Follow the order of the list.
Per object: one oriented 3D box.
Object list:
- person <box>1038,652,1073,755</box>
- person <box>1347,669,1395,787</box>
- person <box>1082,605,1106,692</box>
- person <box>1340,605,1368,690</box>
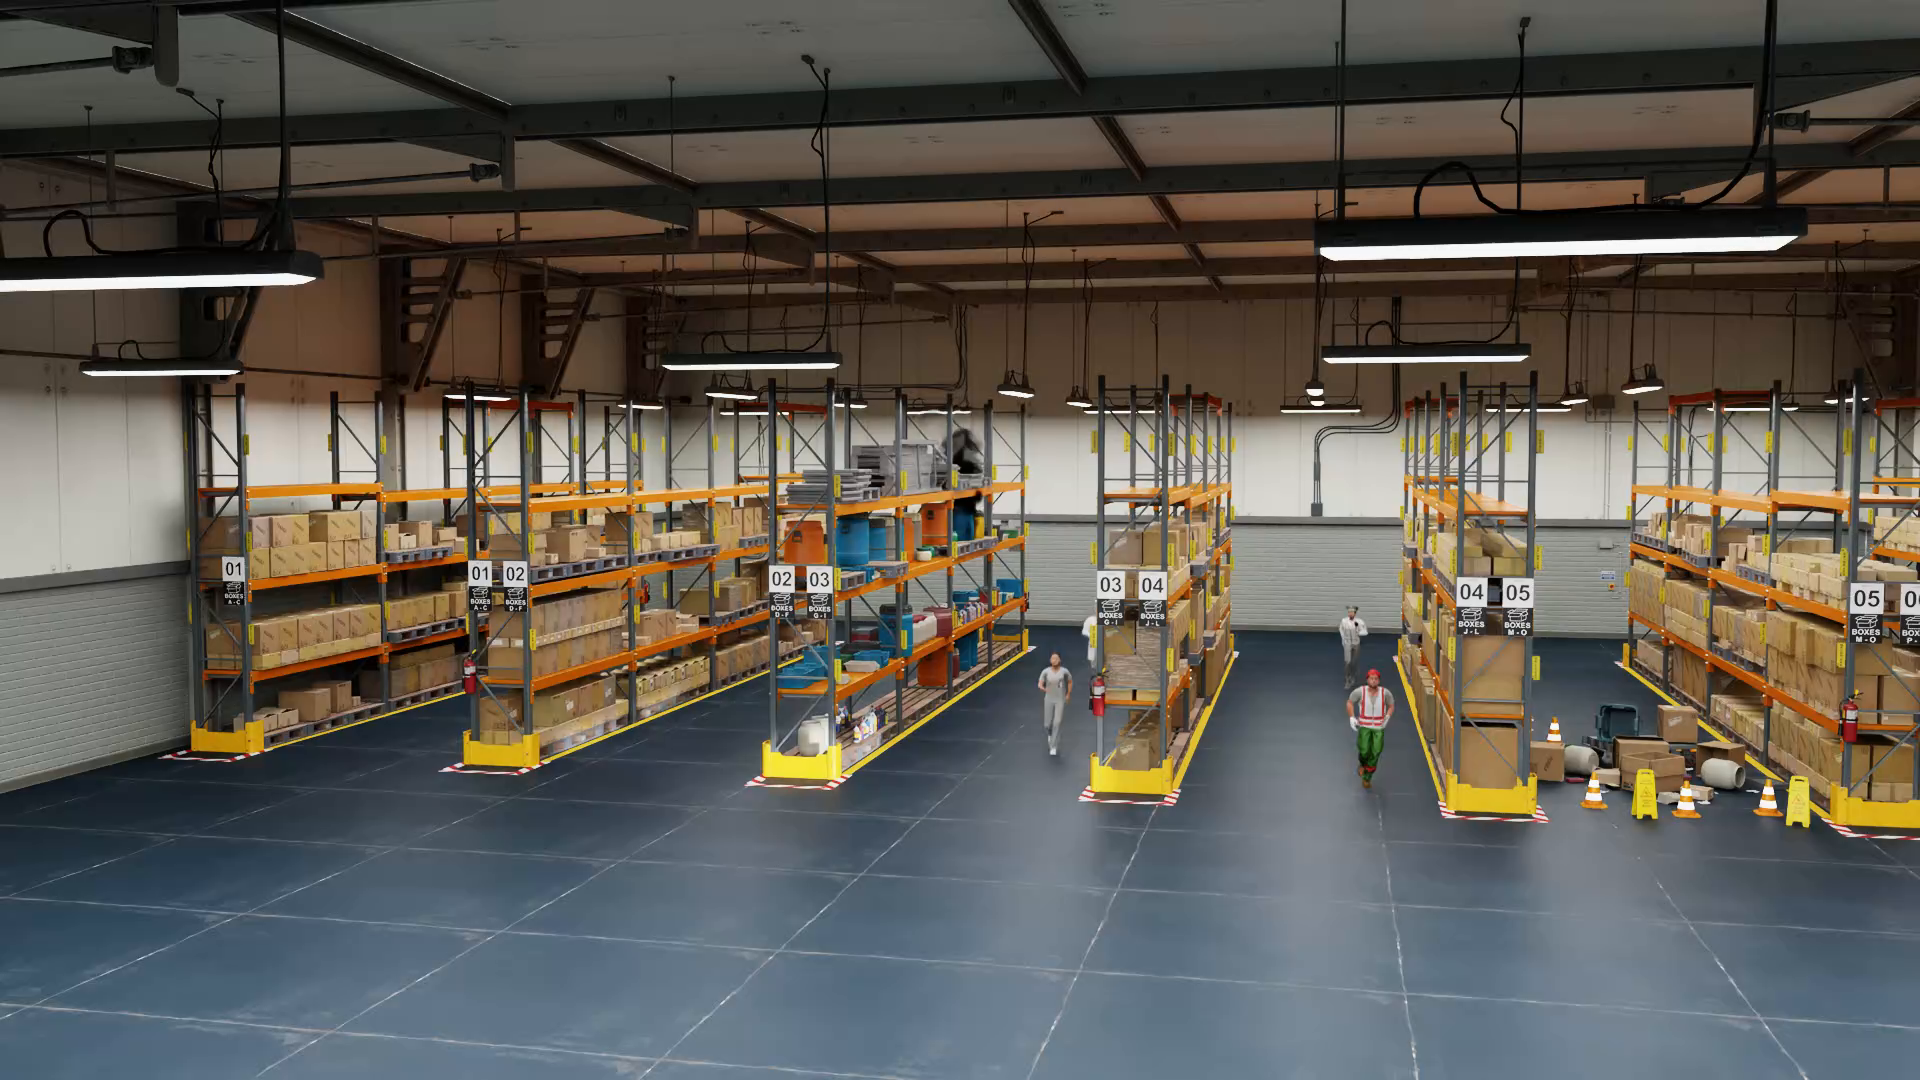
[{"bbox_3d":[1.552,2.628,27.051,0.570,1.641,0.772,0,3,6],"label":"person"},{"bbox_3d":[6.017,2.745,24.312,0.670,1.737,0.583,0,3,7],"label":"person"},{"bbox_3d":[2.813,2.205,33.559,0.689,1.826,0.799,1,3,14],"label":"person"},{"bbox_3d":[8.118,2.203,34.319,0.584,1.754,0.776,1,3,15],"label":"person"}]
